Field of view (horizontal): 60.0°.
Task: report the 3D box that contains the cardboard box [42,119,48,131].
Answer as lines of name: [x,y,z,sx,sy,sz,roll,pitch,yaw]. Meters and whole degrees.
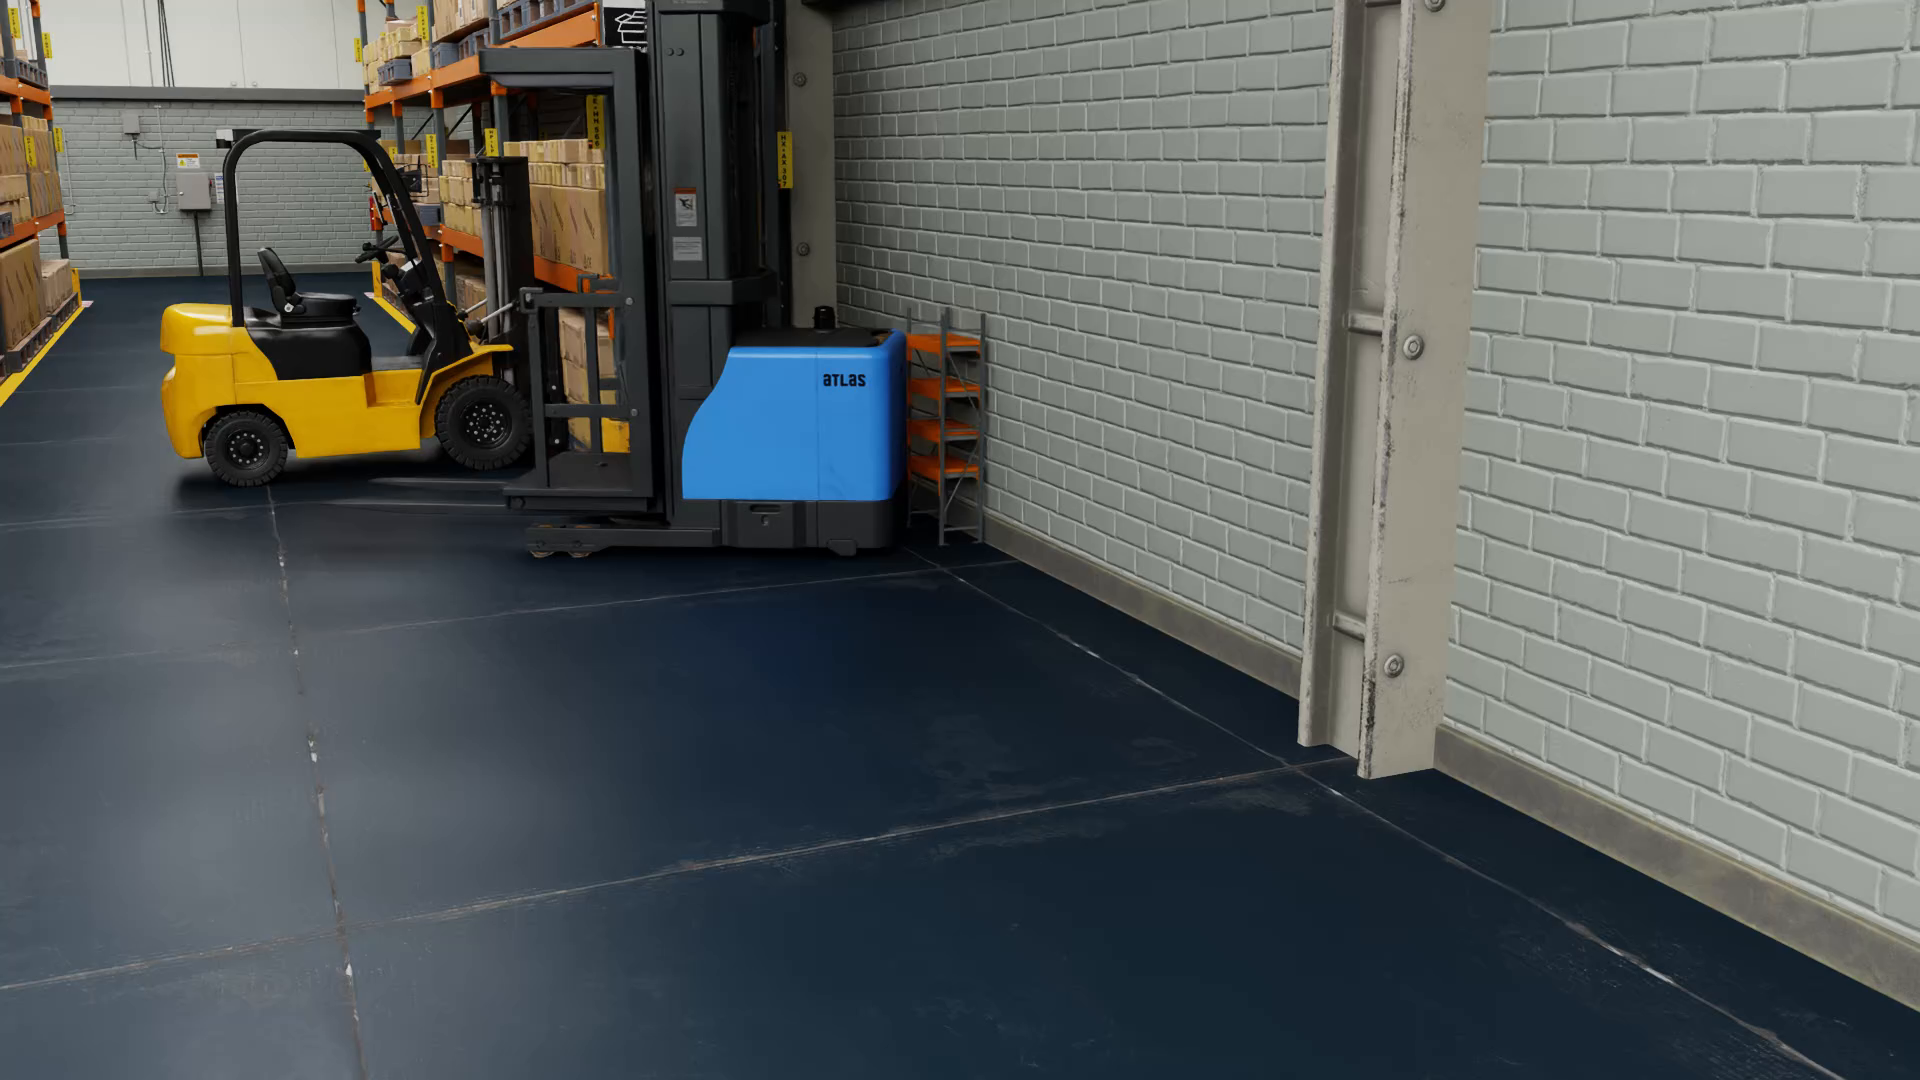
cardboard box: [-11.877,-5.299,21.236,0.380,0.149,0.250,-6,14,-24]

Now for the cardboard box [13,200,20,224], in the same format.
cardboard box: [-10.108,-3.419,17.321,0.500,0.250,0.500,-6,14,-24]

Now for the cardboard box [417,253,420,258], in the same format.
cardboard box: [-6.459,-3.427,20.197,0.380,0.149,0.250,-5,14,-20]

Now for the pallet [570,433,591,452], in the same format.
pallet: [-1.897,-0.539,10.728,1.003,0.211,1.213,-6,14,-23]

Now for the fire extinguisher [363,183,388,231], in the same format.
fire extinguisher: [-8.444,-4.818,24.032,0.296,0.674,0.183,-6,14,-23]

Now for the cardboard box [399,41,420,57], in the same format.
cardboard box: [-5.965,-5.401,18.307,0.380,0.149,0.250,-5,14,-22]

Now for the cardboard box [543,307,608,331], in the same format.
cardboard box: [-2.640,-1.476,11.542,0.500,0.250,0.500,-6,14,-24]

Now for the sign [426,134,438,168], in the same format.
sign: [-5.250,-3.870,16.547,0.100,0.325,0.005,-6,14,-23]

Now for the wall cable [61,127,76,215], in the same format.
wall cable: [-14.788,-6.272,26.996,0.585,1.953,0.123,-6,14,-23]

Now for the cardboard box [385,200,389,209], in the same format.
cardboard box: [-7.487,-4.510,22.262,0.380,0.149,0.250,-5,14,-22]

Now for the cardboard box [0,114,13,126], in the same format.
cardboard box: [-10.794,-4.713,18.705,0.380,0.149,0.250,-6,14,-24]

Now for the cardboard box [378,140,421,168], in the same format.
cardboard box: [-7.425,-5.058,22.080,0.500,0.500,0.500,-5,14,-22]

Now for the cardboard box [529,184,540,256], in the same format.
cardboard box: [-2.788,-2.292,11.899,0.500,0.500,0.500,-6,14,-24]

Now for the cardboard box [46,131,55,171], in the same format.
cardboard box: [-11.861,-4.952,21.173,0.500,0.500,0.500,-6,14,-23]

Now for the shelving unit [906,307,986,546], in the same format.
shelving unit: [-0.083,-0.615,8.835,0.258,1.200,0.503,-4,13,-22]

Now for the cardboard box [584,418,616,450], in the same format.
cardboard box: [-2.030,-0.676,10.307,0.500,0.250,0.500,-6,14,-23]

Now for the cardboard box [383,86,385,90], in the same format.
cardboard box: [-7.250,-5.876,21.512,0.380,0.149,0.250,-5,14,-22]

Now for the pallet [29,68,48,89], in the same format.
pallet: [-12.201,-5.865,21.104,1.003,0.211,1.213,-6,14,-23]

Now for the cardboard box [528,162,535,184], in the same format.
cardboard box: [-2.898,-2.628,11.911,0.380,0.149,0.250,-6,14,-24]

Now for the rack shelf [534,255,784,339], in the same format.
rack shelf: [-2.353,-1.806,11.614,1.077,0.370,4.000,-6,14,-23]

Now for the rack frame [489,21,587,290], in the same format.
rack frame: [-3.155,-2.569,13.318,1.000,3.000,0.127,-6,14,-23]

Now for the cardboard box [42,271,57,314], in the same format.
cardboard box: [-11.059,-2.869,19.363,0.875,0.438,0.875,-6,14,-24]

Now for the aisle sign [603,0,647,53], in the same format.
aisle sign: [-1.795,-2.969,9.281,0.394,0.787,0.004,-6,14,-23]

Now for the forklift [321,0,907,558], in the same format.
forklift: [-1.818,-1.454,8.652,3.031,2.935,1.130,1,13,4]

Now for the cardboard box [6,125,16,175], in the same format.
cardboard box: [-10.098,-4.026,17.175,0.500,0.500,0.500,-5,14,-21]

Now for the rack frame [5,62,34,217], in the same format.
rack frame: [-10.906,-3.773,18.519,1.000,3.000,0.127,-6,14,-23]

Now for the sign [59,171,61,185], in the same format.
sign: [-14.857,-5.902,27.120,0.327,0.218,0.001,-6,14,-23]

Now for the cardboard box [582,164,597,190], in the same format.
cardboard box: [-2.078,-2.204,10.080,0.380,0.149,0.250,-5,14,-22]

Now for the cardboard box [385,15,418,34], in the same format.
cardboard box: [-6.559,-6.067,19.606,0.396,0.266,0.258,-6,14,-24]

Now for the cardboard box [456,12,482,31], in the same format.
cardboard box: [-4.182,-4.521,14.501,0.380,0.149,0.250,-6,14,-24]

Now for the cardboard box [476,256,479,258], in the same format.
cardboard box: [-5.390,-3.211,19.266,0.380,0.149,0.250,-5,14,-22]

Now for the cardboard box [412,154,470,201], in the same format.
cardboard box: [-5.580,-3.971,18.215,0.797,0.503,0.637,-6,14,-24]

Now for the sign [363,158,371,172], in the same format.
sign: [-8.459,-5.421,23.721,0.100,0.325,0.005,-6,14,-23]

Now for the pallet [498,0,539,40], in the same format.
pallet: [-2.789,-3.814,12.239,1.003,0.211,1.213,-6,14,-23]

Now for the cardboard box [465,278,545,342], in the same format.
cardboard box: [-4.251,-2.179,15.967,0.875,0.625,0.625,-5,14,-21]

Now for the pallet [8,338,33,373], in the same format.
pallet: [-9.550,-1.758,15.996,1.003,0.211,1.213,-6,14,-23]

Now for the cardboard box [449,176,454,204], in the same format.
cardboard box: [-4.604,-3.349,15.911,0.500,0.250,0.500,-5,14,-21]

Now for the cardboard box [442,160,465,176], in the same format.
cardboard box: [-4.899,-3.668,16.405,0.380,0.149,0.250,-5,14,-21]

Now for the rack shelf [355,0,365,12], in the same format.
rack shelf: [-7.160,-7.206,21.650,1.077,0.370,4.000,-6,14,-23]

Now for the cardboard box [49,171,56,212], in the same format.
cardboard box: [-11.670,-4.362,20.842,0.500,0.500,0.500,-5,14,-21]

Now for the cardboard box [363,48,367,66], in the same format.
cardboard box: [-8.014,-6.711,23.125,0.500,0.250,0.500,-6,14,-24]

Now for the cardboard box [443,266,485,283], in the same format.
cardboard box: [-5.187,-2.778,17.392,0.380,0.149,0.250,-6,14,-26]

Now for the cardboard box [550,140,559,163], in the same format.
cardboard box: [-2.492,-2.562,10.968,0.380,0.149,0.250,-5,14,-22]

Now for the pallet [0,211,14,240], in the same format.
pallet: [-8.920,-2.715,14.376,1.213,0.211,1.003,-6,14,-23]

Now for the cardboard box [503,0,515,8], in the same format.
cardboard box: [-3.045,-4.047,12.094,0.500,0.311,0.500,-5,14,-22]

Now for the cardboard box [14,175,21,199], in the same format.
cardboard box: [-10.086,-3.665,17.278,0.500,0.250,0.500,-5,14,-22]

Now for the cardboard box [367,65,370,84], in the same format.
cardboard box: [-7.812,-6.362,22.727,0.500,0.250,0.500,-5,14,-22]

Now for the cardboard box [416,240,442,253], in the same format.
cardboard box: [-6.311,-3.522,19.950,0.380,0.149,0.250,-6,14,-26]

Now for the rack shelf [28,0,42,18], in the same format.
rack shelf: [-11.707,-6.564,19.754,1.077,0.370,4.000,-6,14,-23]

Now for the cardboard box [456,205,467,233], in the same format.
cardboard box: [-4.393,-2.999,15.507,0.500,0.250,0.500,-6,14,-25]

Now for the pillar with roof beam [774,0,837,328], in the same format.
pillar with roof beam: [-4.950,-4.502,8.365,9.100,9.000,0.400,-6,14,-23]

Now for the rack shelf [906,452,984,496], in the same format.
rack shelf: [-0.086,-0.355,8.890,0.258,0.148,0.480,-4,13,-22]

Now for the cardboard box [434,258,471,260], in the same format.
cardboard box: [-5.744,-3.109,18.826,0.380,0.149,0.250,-6,14,-23]
